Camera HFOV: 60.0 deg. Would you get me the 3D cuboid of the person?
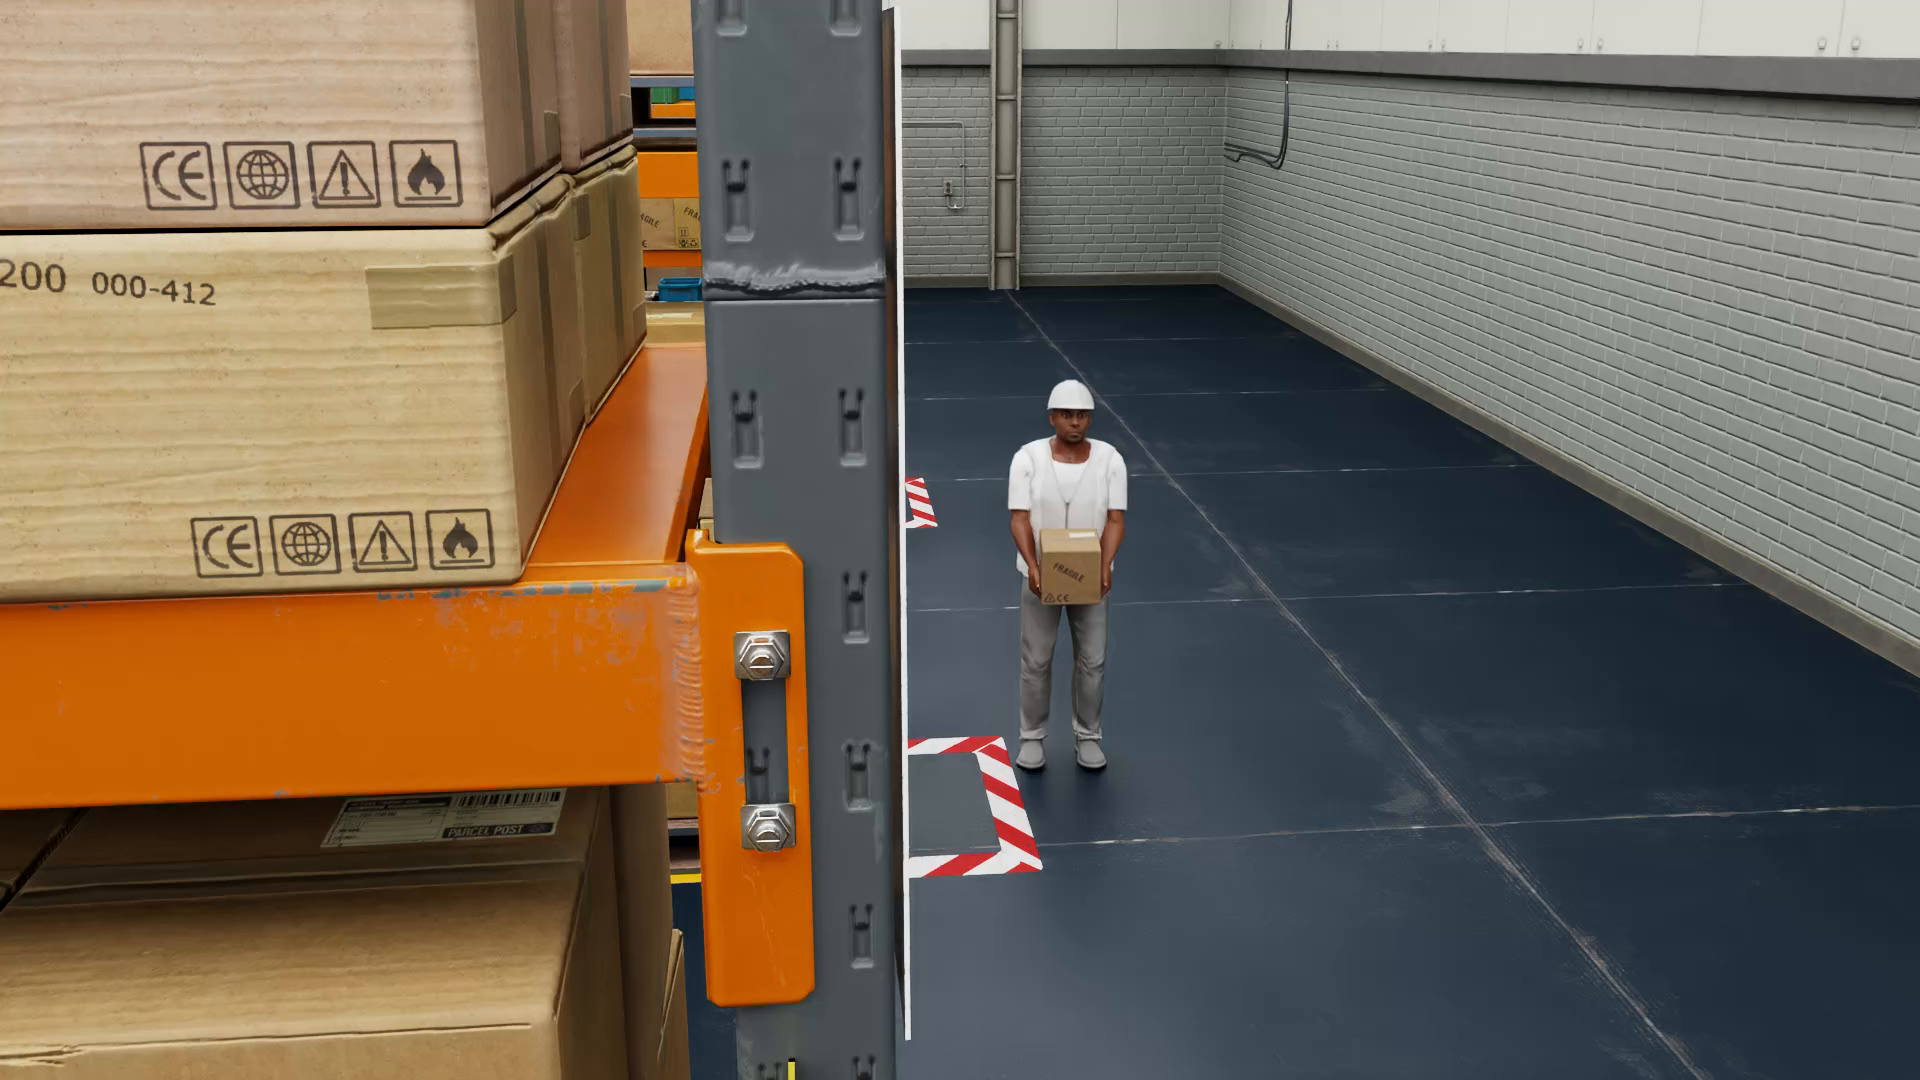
[{"bbox_3d":[0.479,0.184,7.382,0.528,1.769,0.567,0,17,0],"label":"person"}]
